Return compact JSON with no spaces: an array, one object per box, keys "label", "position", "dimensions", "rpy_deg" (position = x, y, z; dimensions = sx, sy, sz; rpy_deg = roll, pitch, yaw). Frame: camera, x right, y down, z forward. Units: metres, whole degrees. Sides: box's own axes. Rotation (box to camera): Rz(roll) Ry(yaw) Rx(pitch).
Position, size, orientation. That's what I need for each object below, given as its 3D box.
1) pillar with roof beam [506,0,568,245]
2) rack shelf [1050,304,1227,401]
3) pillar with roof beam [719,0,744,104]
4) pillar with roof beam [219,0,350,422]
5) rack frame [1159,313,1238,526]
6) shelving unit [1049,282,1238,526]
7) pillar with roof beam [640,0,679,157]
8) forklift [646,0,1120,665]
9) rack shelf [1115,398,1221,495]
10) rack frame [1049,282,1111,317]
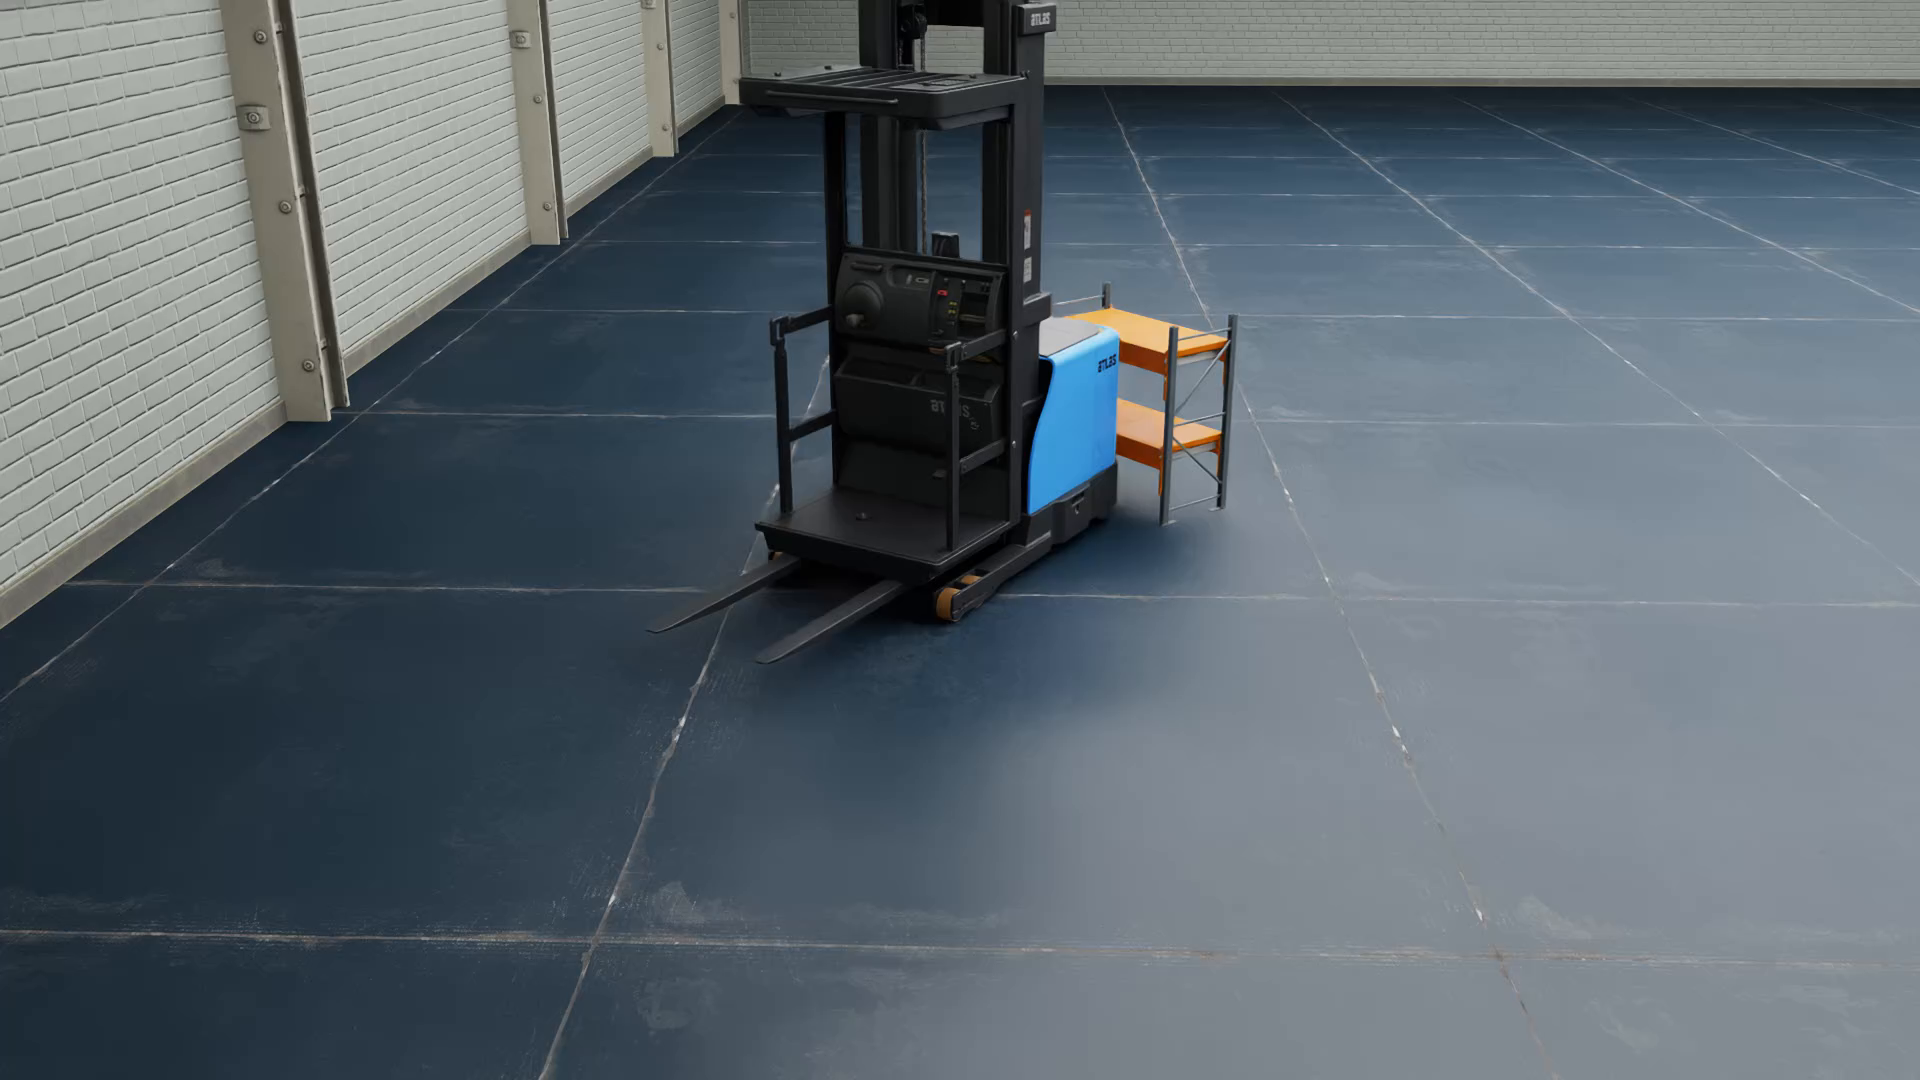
[{"label":"pillar with roof beam","position":[0.135,-7.179,15.090],"dimensions":[9.100,9.000,0.400],"rpy_deg":[1,21,2]},{"label":"rack shelf","position":[1.003,-1.078,9.438],"dimensions":[0.538,0.278,1.000],"rpy_deg":[-15,26,-35]},{"label":"pillar with roof beam","position":[0.500,-11.518,26.273],"dimensions":[9.100,9.000,0.400],"rpy_deg":[1,21,2]},{"label":"pillar with roof beam","position":[-0.048,-5.009,9.499],"dimensions":[9.100,9.000,0.400],"rpy_deg":[1,21,2]},{"label":"rack frame","position":[1.315,-0.660,9.170],"dimensions":[0.500,1.125,0.032],"rpy_deg":[-15,26,-35]},{"label":"shelving unit","position":[1.002,-0.805,9.543],"dimensions":[0.538,1.125,1.048],"rpy_deg":[-15,26,-35]},{"label":"pillar with roof beam","position":[0.317,-9.348,20.682],"dimensions":[9.100,9.000,0.400],"rpy_deg":[1,21,2]},{"label":"forklift","position":[-0.318,-1.163,7.974],"dimensions":[1.130,2.935,3.031],"rpy_deg":[13,24,29]},{"label":"rack shelf","position":[1.000,-0.576,9.630],"dimensions":[0.538,0.278,1.000],"rpy_deg":[-15,26,-35]},{"label":"rack frame","position":[0.688,-0.949,9.916],"dimensions":[0.500,1.125,0.032],"rpy_deg":[-15,26,-35]}]
